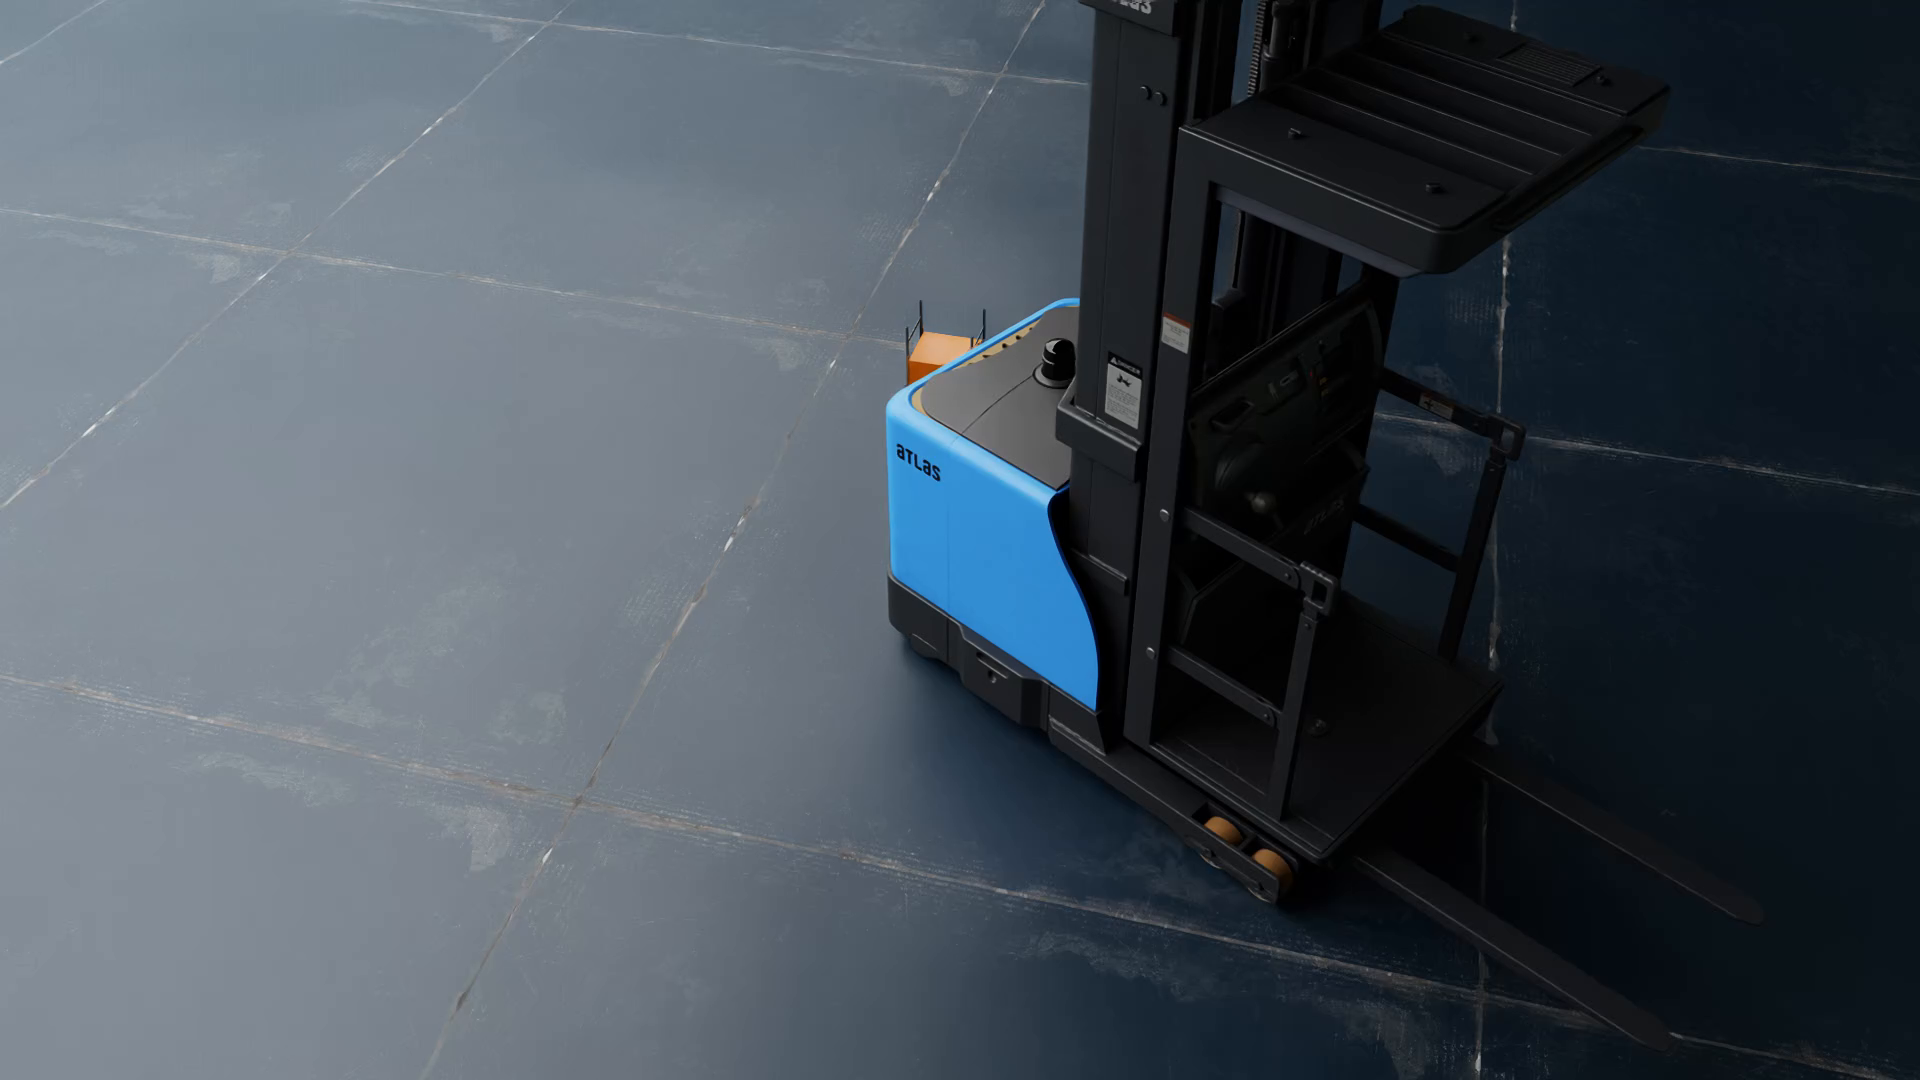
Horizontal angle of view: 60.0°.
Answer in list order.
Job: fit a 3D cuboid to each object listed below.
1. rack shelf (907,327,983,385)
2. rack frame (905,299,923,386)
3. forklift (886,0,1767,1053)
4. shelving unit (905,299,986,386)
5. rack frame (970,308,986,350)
[{"bbox_3d":[-0.052,-0.620,6.247,0.240,0.259,0.215,10,41,11],"label":"rack shelf"},{"bbox_3d":[-0.170,-0.431,6.447,0.008,1.050,0.200,10,41,11],"label":"rack frame"},{"bbox_3d":[1.136,-0.340,4.876,3.031,2.935,1.130,32,50,32],"label":"forklift"},{"bbox_3d":[-0.052,-0.411,6.423,0.252,1.050,0.215,10,41,11],"label":"shelving unit"},{"bbox_3d":[0.066,-0.391,6.399,0.008,1.050,0.200,10,41,11],"label":"rack frame"}]
